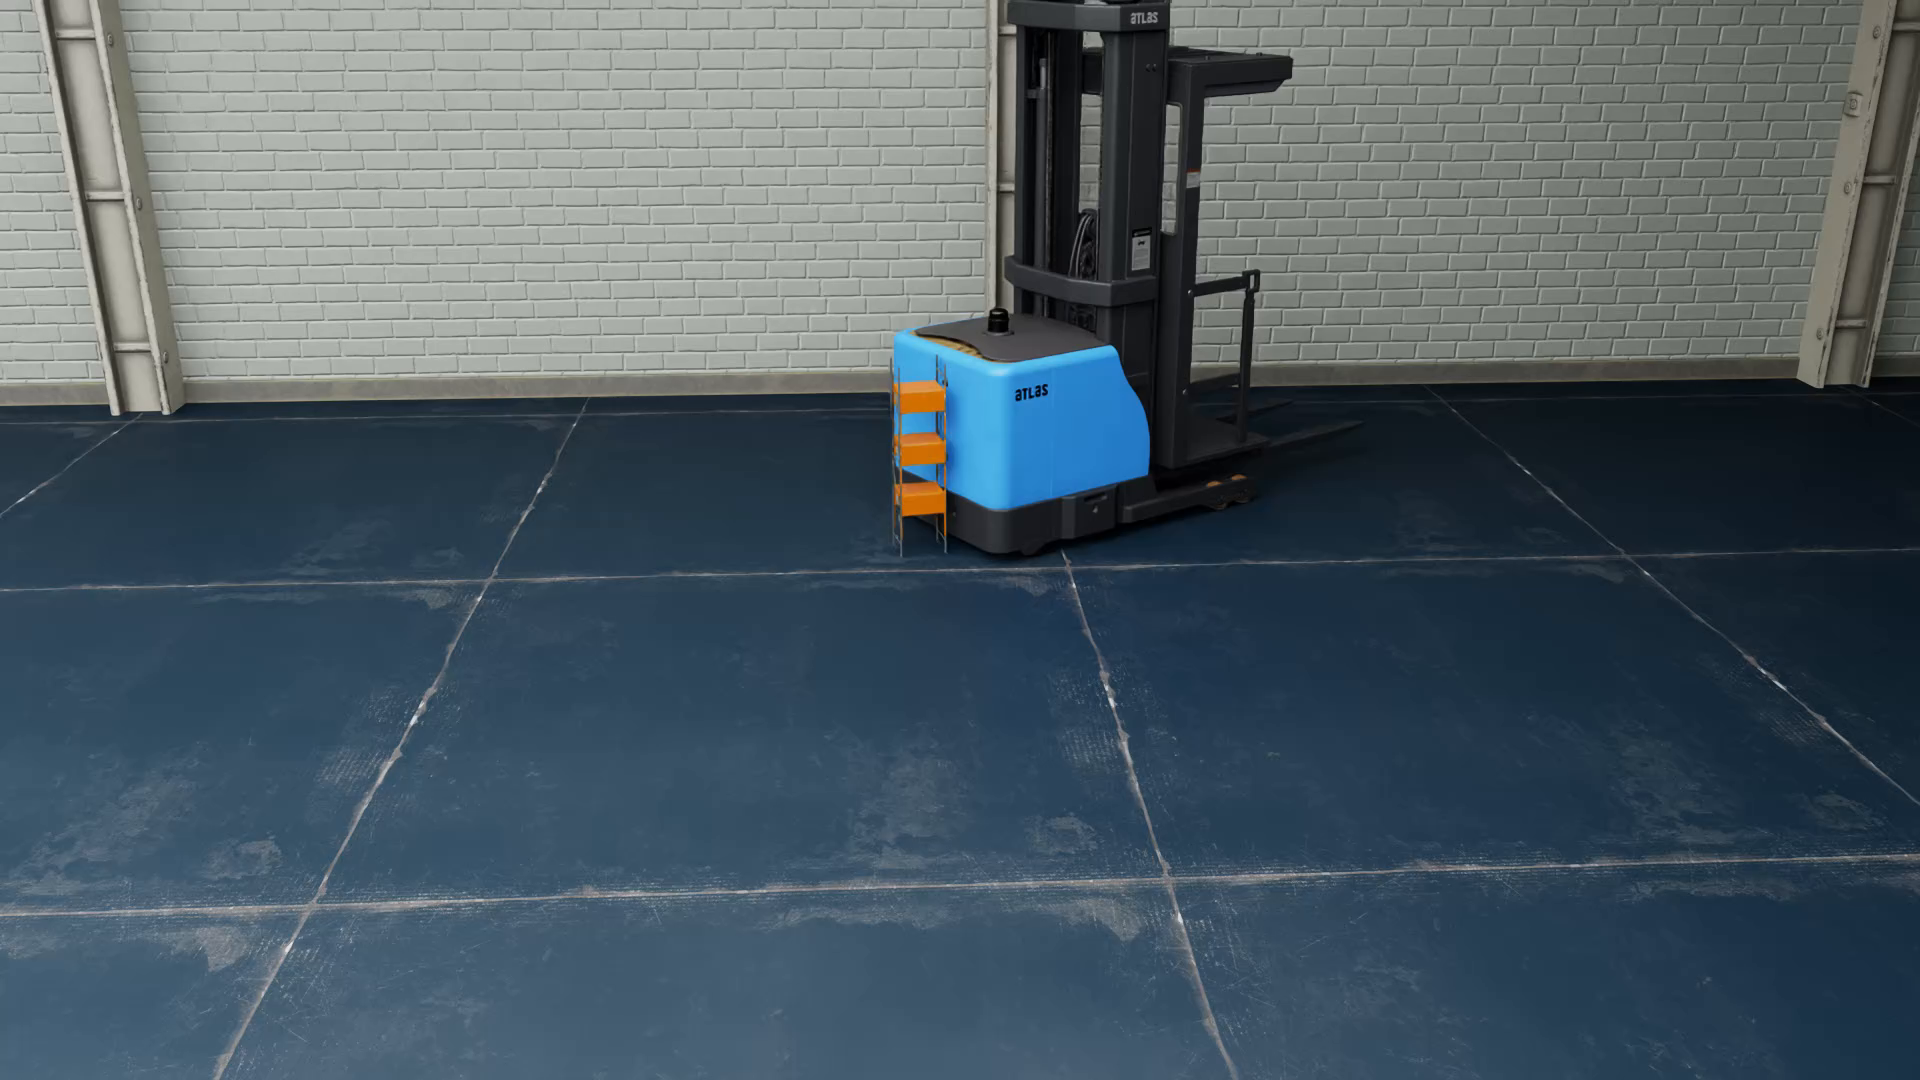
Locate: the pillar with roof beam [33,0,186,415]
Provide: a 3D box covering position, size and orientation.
[{"bbox_3d":[-5.365,-3.588,5.897,0.400,9.000,9.100,-1,21,-3],"label":"pillar with roof beam"}]

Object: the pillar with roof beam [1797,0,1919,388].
[{"bbox_3d":[6.615,-3.831,6.537,0.400,9.000,9.100,-1,21,-3],"label":"pillar with roof beam"}]

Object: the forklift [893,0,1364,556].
[{"bbox_3d":[1.113,-1.680,9.415,3.031,2.935,1.130,-14,25,-33],"label":"forklift"}]

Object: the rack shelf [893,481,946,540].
[{"bbox_3d":[-0.218,-0.169,8.900,0.240,0.259,0.215,-5,21,-14],"label":"rack shelf"}]

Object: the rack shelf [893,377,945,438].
[{"bbox_3d":[-0.218,-0.694,8.701,0.240,0.259,0.215,-5,21,-14],"label":"rack shelf"}]

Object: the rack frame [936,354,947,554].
[{"bbox_3d":[-0.100,-0.450,8.826,0.008,1.050,0.200,-5,21,-14],"label":"rack frame"}]

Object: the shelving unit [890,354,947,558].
[{"bbox_3d":[-0.218,-0.439,8.798,0.252,1.050,0.215,-5,21,-14],"label":"shelving unit"}]

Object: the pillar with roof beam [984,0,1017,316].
[{"bbox_3d":[0.625,-3.710,6.217,0.400,9.000,9.100,-1,21,-3],"label":"pillar with roof beam"}]

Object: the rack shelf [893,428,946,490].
[{"bbox_3d":[-0.218,-0.429,8.802,0.240,0.259,0.215,-5,21,-14],"label":"rack shelf"}]

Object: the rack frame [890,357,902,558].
[{"bbox_3d":[-0.336,-0.428,8.769,0.008,1.050,0.200,-5,21,-14],"label":"rack frame"}]
